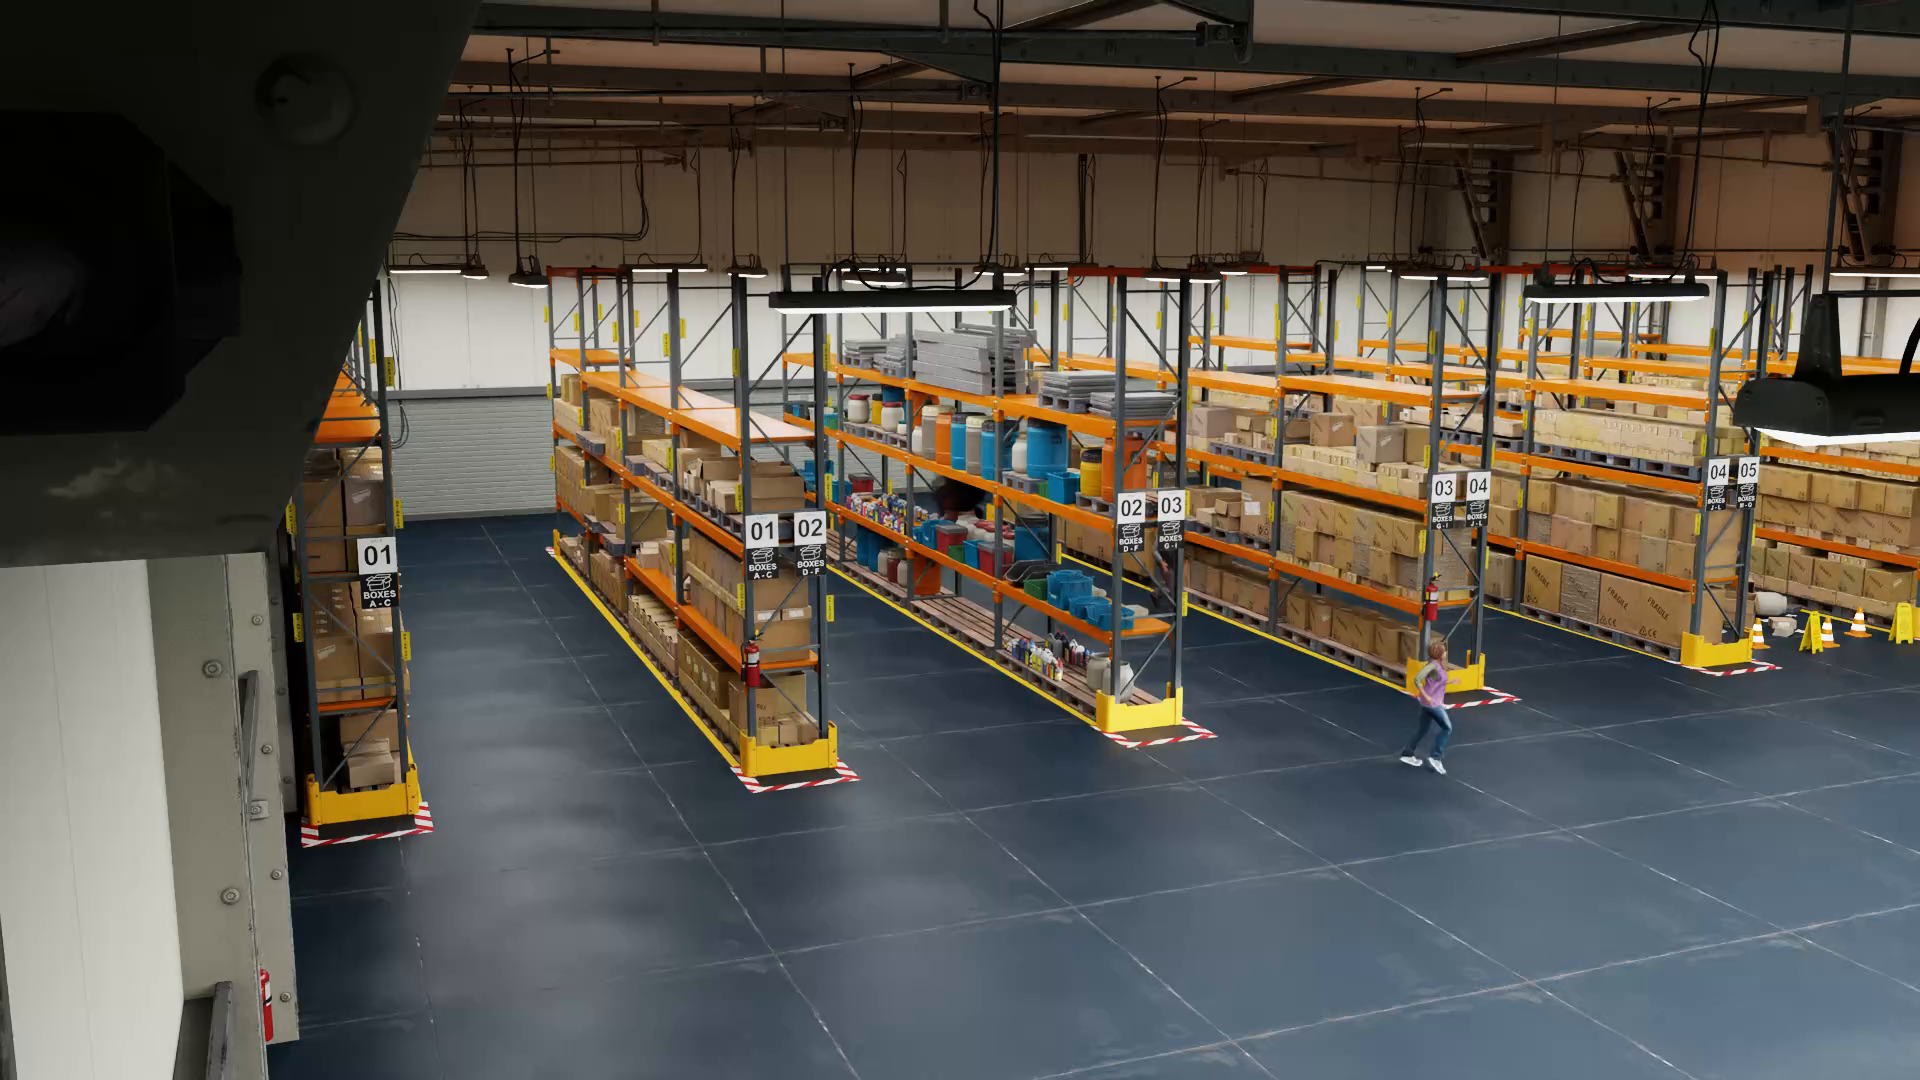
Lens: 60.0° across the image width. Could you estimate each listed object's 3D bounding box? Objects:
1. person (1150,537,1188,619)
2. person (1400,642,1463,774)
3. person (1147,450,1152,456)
[{"bbox_3d":[3.458,0.462,27.489,0.659,1.690,0.586,-8,13,-39],"label":"person"},{"bbox_3d":[5.782,2.048,20.384,0.700,1.640,0.506,2,10,12],"label":"person"},{"bbox_3d":[4.421,-1.619,40.755,1.008,1.779,0.674,-10,14,-44],"label":"person"}]
